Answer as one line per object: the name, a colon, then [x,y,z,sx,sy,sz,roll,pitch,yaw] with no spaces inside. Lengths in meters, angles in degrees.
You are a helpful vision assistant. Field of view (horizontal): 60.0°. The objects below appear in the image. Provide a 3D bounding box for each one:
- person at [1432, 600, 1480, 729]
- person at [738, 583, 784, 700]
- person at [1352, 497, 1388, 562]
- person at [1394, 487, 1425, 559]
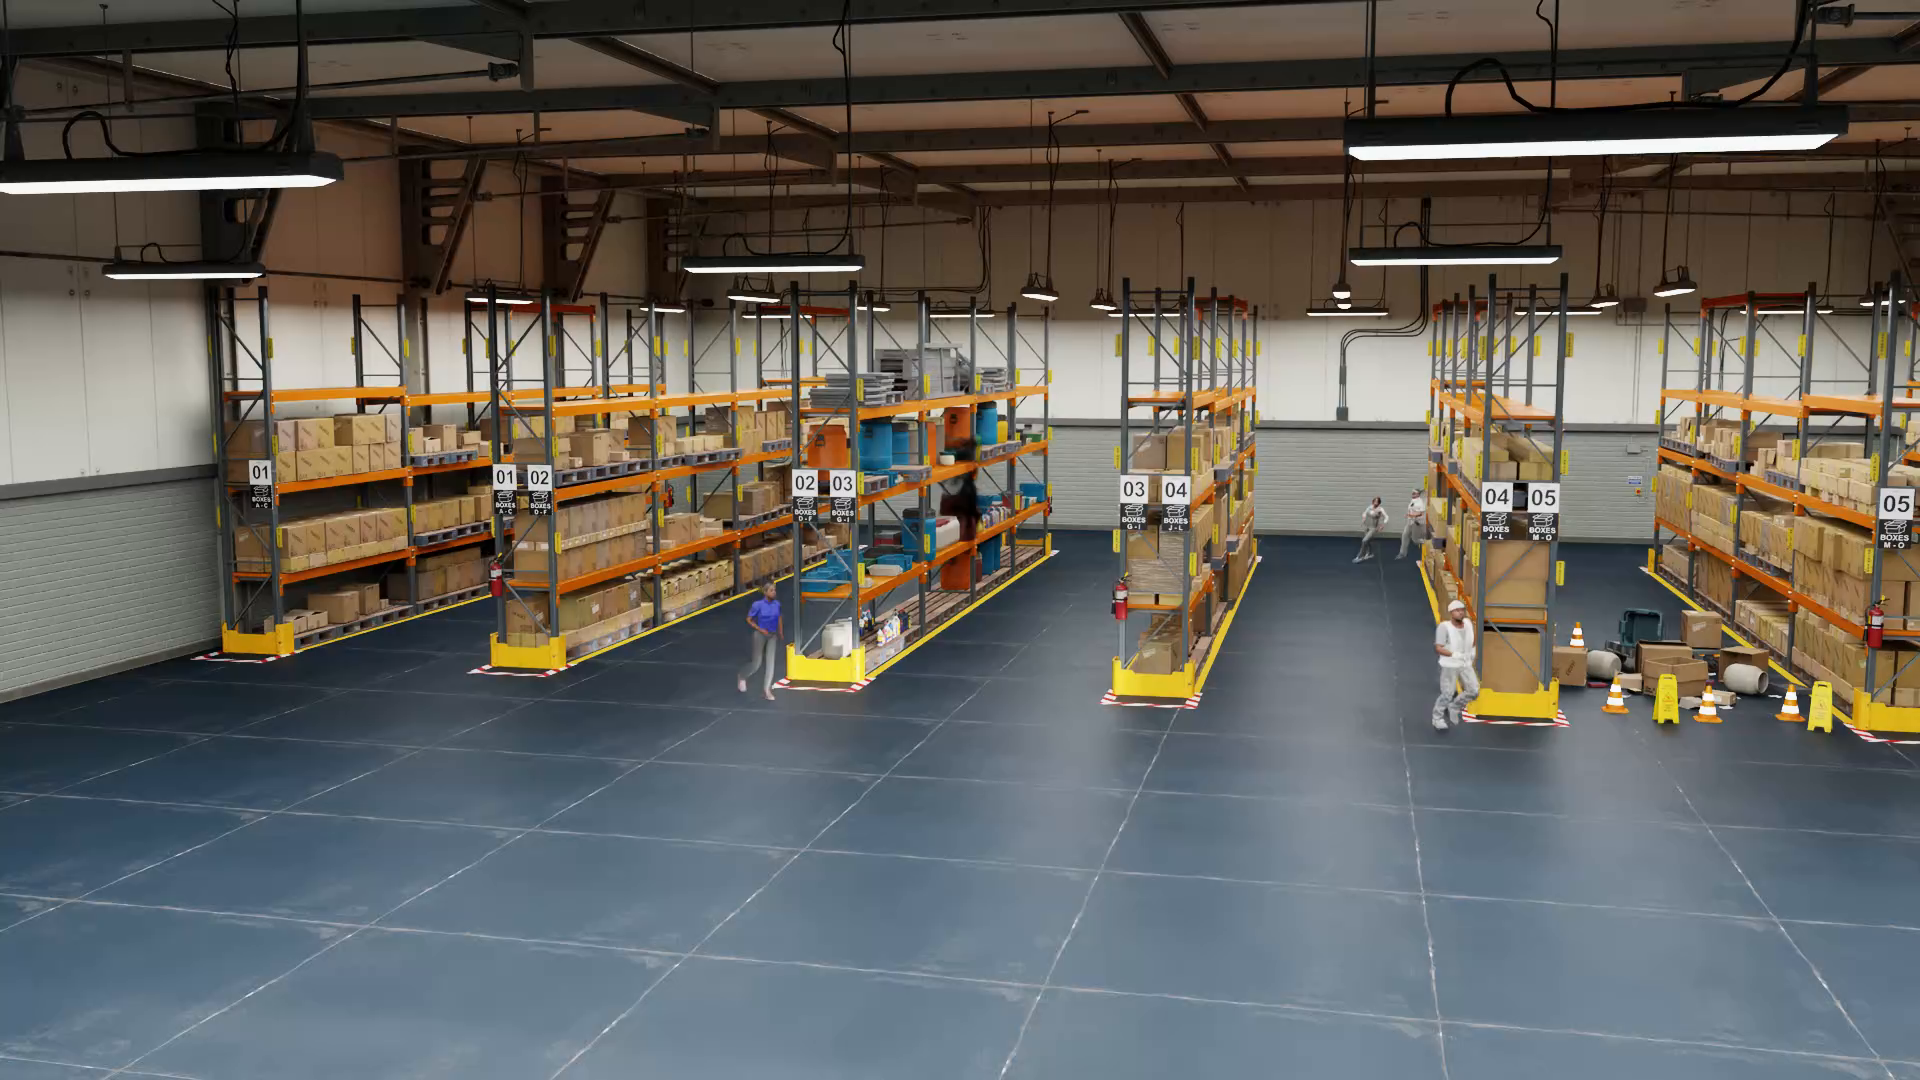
person: [6.502,1.641,21.676,0.712,1.732,0.771,-2,7,-15]
person: [-2.799,1.443,24.027,0.628,1.623,0.795,-5,8,-36]
person: [9.621,-0.251,38.942,0.740,1.552,0.695,-5,8,-38]
person: [10.825,-0.387,39.419,0.930,1.763,0.692,0,7,-1]
